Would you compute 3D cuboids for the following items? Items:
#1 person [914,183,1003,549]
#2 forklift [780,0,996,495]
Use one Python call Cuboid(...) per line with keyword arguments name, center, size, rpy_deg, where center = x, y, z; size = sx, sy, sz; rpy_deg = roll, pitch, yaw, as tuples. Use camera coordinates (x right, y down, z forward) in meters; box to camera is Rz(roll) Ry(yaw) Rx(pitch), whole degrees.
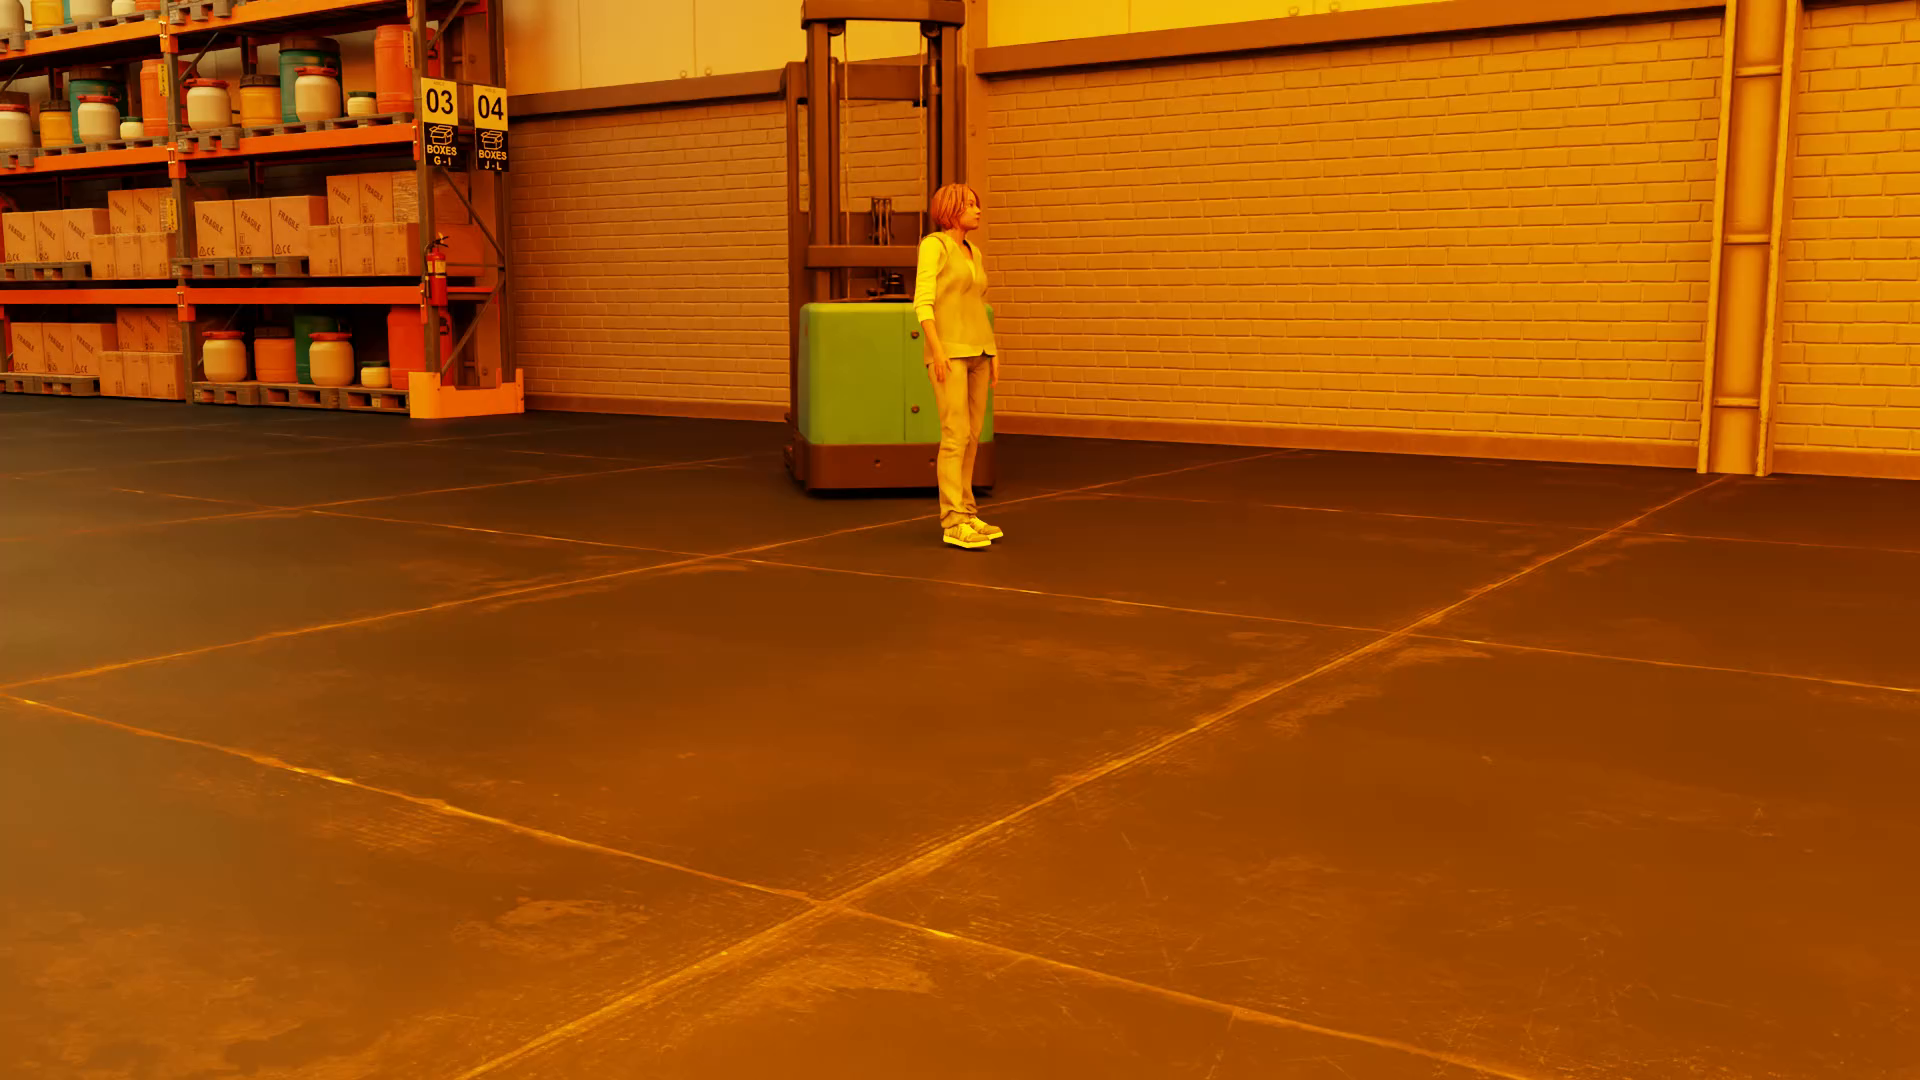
Cuboid(name="person", center=(0.053, -0.787, 7.439), size=(0.475, 1.590, 0.521), rpy_deg=(5, 10, 34))
Cuboid(name="forklift", center=(-0.544, -1.878, 10.398), size=(1.130, 2.935, 3.031), rpy_deg=(-1, 8, -9))
